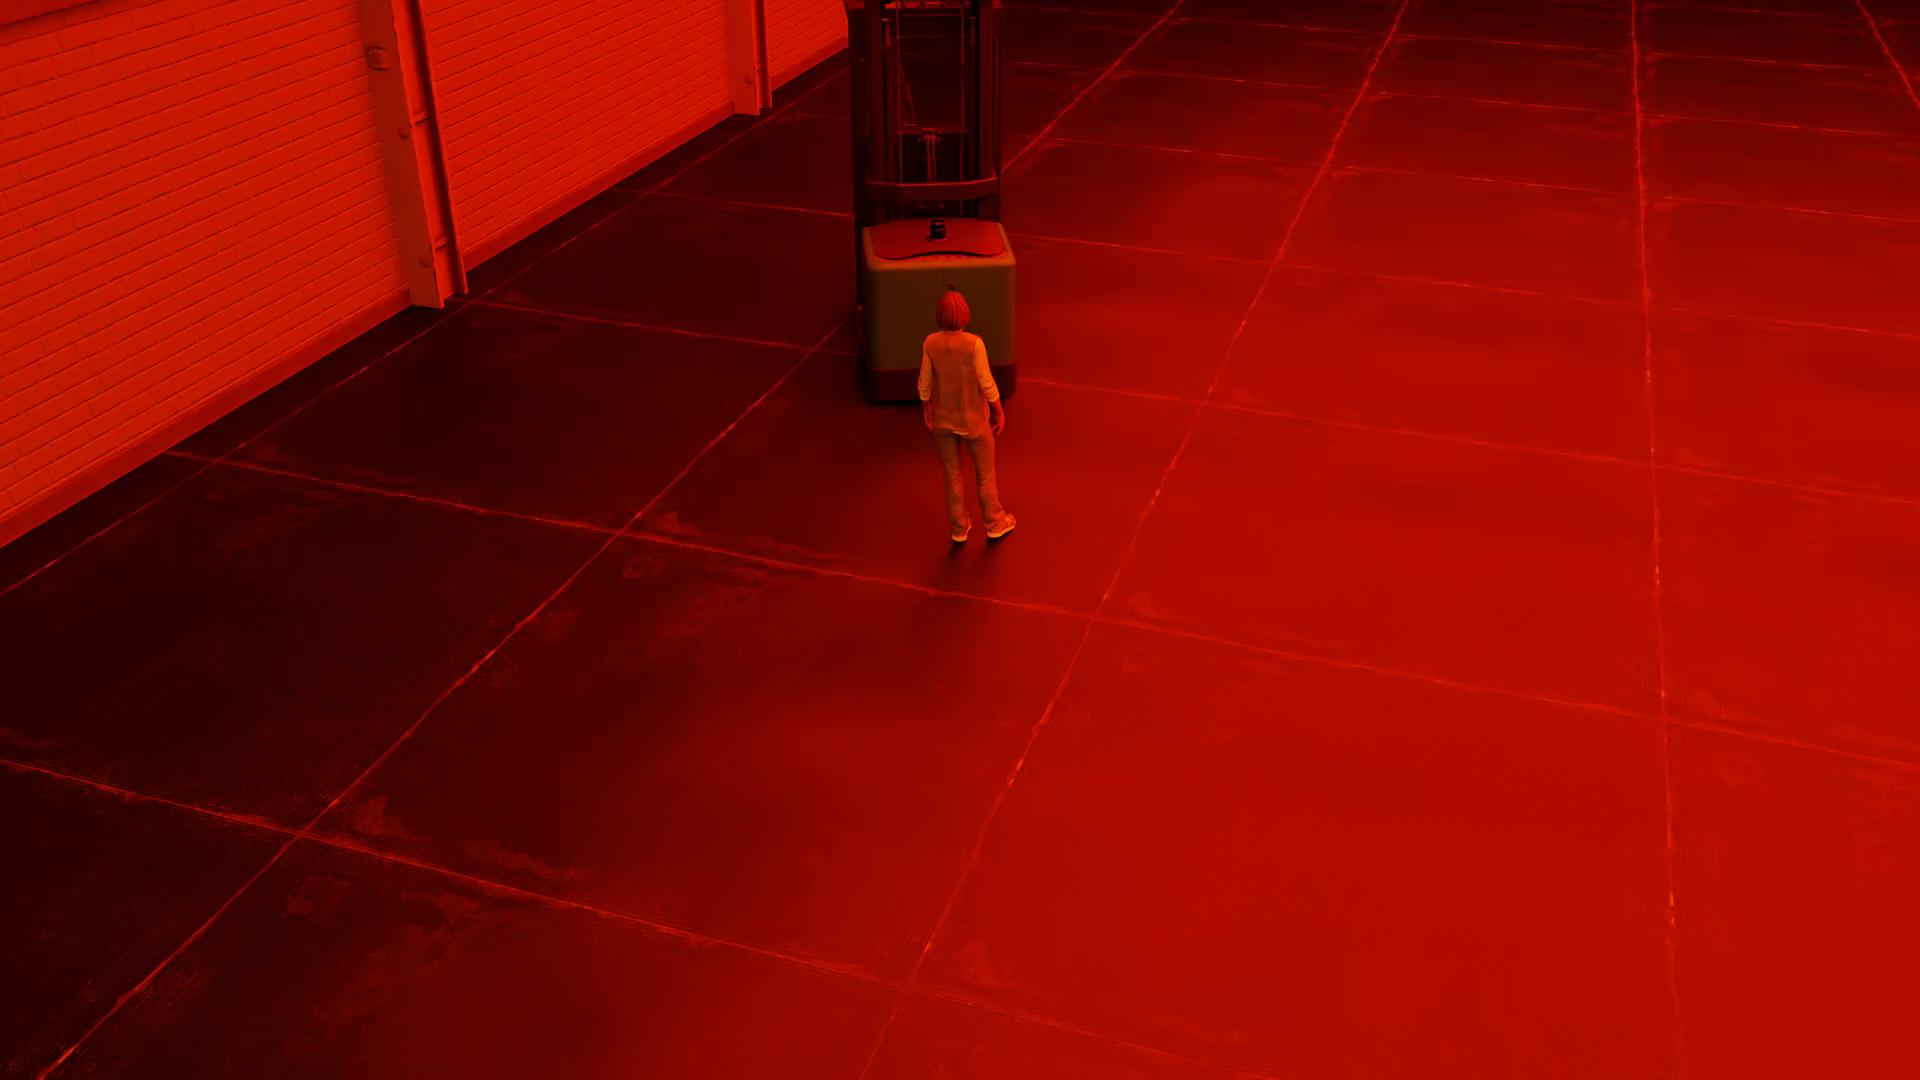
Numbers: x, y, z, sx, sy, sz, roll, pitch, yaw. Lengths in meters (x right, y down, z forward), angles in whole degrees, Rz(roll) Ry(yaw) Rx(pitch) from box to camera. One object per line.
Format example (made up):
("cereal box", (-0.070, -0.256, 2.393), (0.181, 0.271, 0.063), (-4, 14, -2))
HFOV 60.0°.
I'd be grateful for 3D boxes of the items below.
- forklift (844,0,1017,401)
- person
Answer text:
("forklift", (-0.267, -2.951, 12.314), (1.130, 2.935, 3.031), (-3, 30, -5))
("person", (0.037, -0.733, 9.755), (0.521, 1.599, 0.473), (10, 31, 16))
